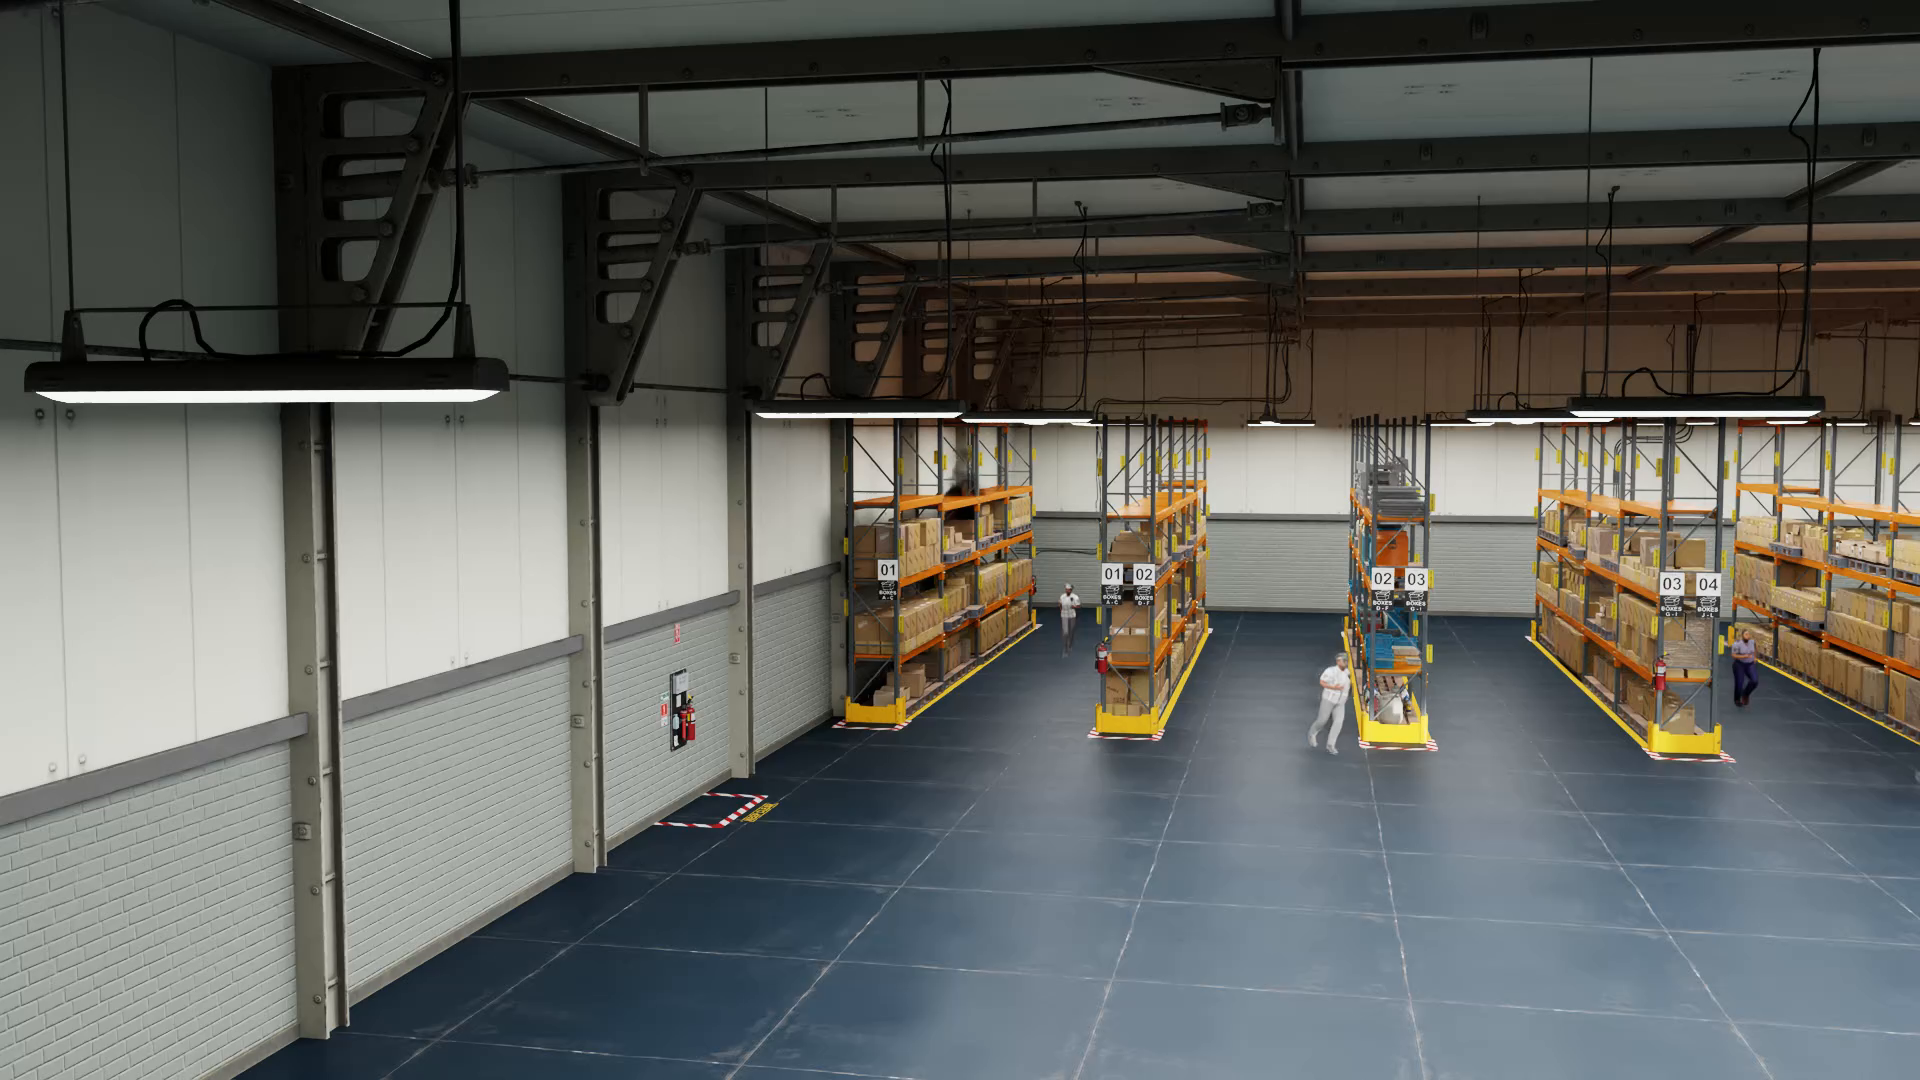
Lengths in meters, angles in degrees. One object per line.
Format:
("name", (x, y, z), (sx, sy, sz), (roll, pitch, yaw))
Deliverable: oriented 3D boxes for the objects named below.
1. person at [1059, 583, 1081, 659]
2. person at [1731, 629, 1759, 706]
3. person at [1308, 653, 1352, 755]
("person", (2.655, 1.941, 40.221), (0.546, 1.814, 0.727), (0, 4, 7))
("person", (16.154, 2.623, 34.208), (0.637, 1.599, 0.757), (0, 4, -1))
("person", (6.702, 2.877, 29.681), (0.686, 1.763, 0.934), (-1, 4, -14))
